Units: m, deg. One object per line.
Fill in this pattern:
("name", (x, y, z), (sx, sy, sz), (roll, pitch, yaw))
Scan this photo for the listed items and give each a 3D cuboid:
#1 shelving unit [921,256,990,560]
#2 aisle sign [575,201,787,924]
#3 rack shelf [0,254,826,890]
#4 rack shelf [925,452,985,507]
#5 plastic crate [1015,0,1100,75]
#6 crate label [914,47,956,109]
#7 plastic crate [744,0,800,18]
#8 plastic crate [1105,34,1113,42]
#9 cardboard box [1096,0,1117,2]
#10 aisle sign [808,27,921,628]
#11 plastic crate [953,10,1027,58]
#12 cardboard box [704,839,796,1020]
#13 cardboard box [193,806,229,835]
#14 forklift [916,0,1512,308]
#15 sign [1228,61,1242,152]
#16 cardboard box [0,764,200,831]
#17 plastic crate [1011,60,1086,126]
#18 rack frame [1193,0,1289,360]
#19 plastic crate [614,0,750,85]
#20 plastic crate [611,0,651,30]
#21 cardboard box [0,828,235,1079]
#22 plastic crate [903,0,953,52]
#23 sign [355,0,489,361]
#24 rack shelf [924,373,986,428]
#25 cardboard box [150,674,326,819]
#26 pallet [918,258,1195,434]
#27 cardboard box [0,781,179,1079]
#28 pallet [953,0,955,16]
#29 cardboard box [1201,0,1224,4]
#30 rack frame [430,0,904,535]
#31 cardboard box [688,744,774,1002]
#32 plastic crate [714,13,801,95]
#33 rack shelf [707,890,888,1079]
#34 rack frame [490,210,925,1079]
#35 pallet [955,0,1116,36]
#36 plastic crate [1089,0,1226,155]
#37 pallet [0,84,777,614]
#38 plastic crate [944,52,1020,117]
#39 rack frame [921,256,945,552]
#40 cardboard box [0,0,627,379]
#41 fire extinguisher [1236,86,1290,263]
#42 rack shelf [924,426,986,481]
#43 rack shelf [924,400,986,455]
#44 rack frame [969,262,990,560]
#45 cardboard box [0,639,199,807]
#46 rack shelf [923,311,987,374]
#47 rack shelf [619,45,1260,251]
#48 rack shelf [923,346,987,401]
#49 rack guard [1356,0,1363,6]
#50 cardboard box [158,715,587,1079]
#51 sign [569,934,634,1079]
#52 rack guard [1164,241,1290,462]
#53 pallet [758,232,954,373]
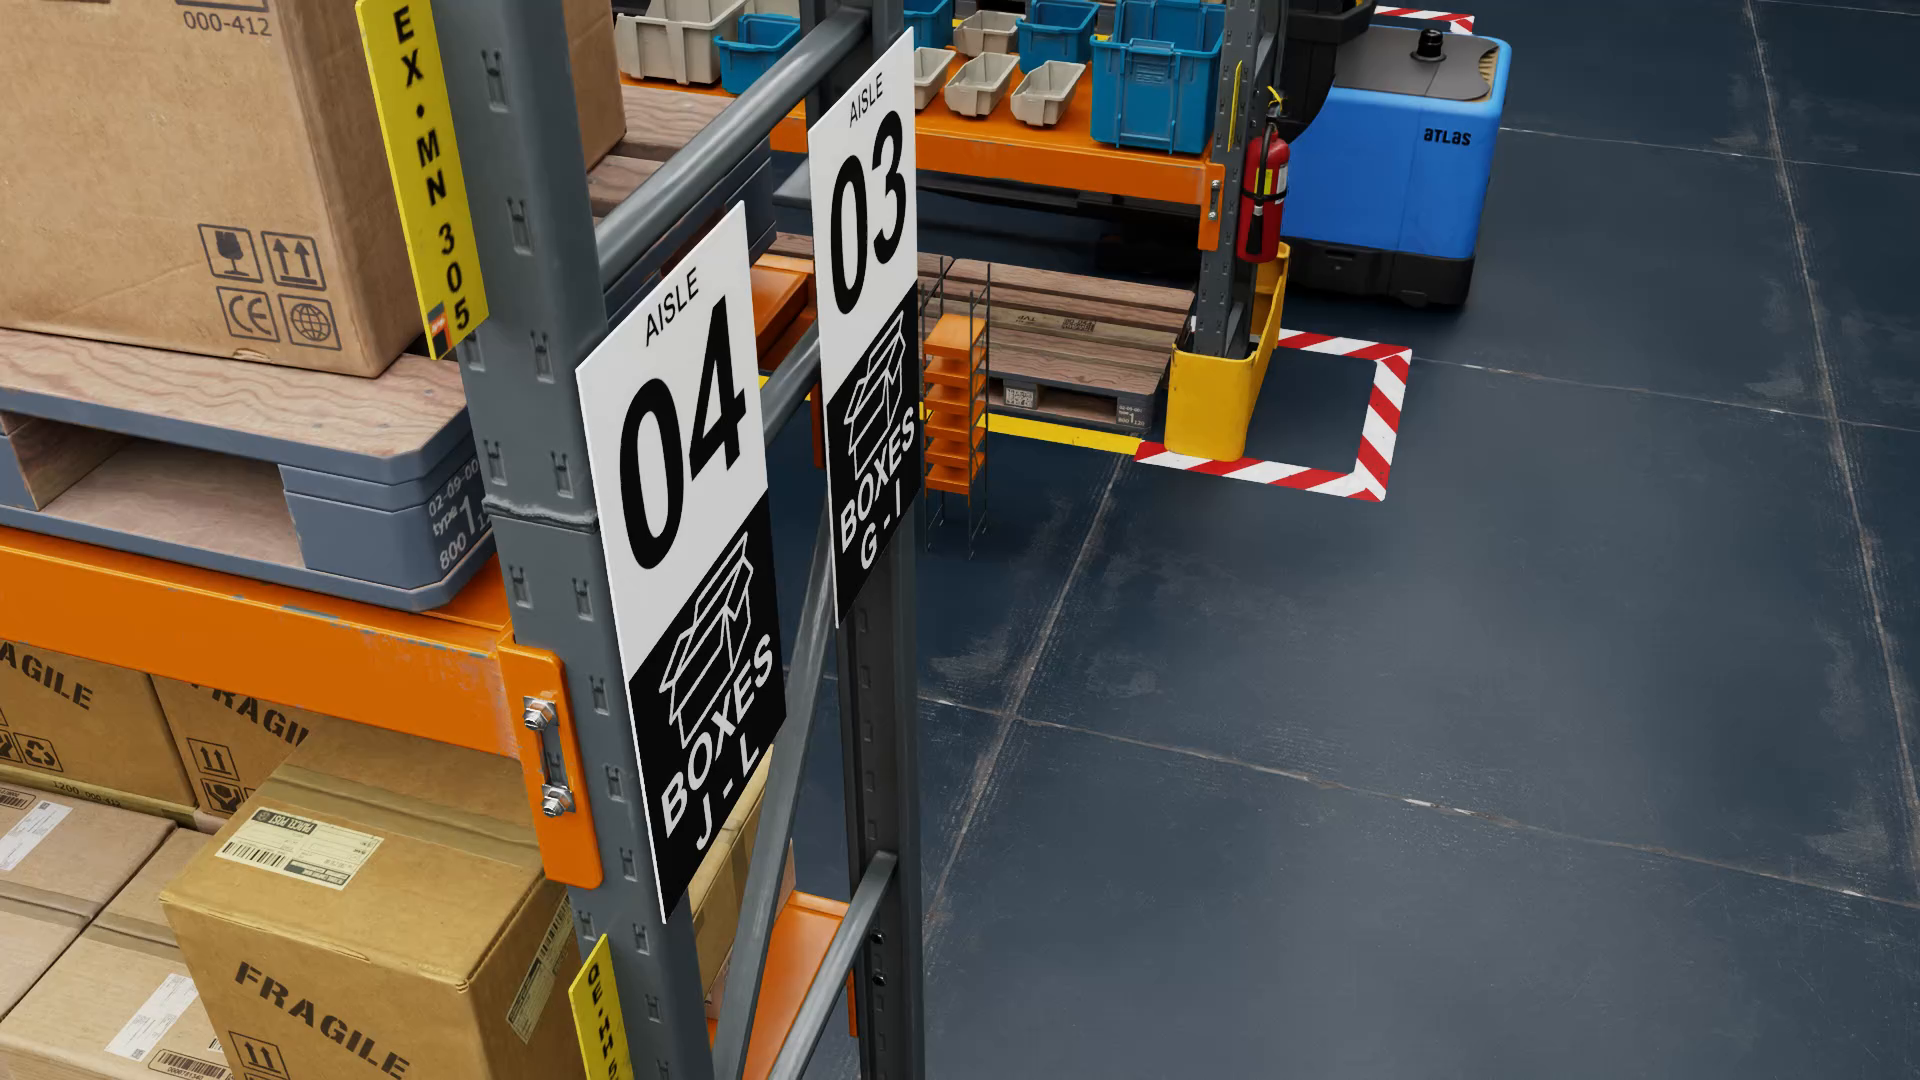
("shelving unit", (-0.014, -0.486, 6.398), (0.189, 1.200, 0.258), (10, 38, 14))
("aisle sign", (-0.305, 0.044, 1.967), (0.004, 0.787, 0.394), (10, 38, 14))
("rack shelf", (-2.194, -0.363, 2.789), (4.000, 0.370, 1.077), (10, 38, 14))
("rack shelf", (-0.014, -0.257, 6.566), (0.180, 0.103, 0.258), (10, 38, 14))
("plastic crate", (0.426, -2.197, 7.295), (0.300, 0.233, 0.416), (10, 38, 14))
("crate label", (-0.186, -1.948, 7.038), (0.243, 0.136, 0.396), (10, 38, 14))
("plastic crate", (-0.874, -2.381, 7.626), (0.466, 0.136, 0.293), (10, 38, 14))
("plastic crate", (0.773, -2.145, 7.306), (0.298, 0.136, 0.250), (10, 38, 14))
("cardboard box", (1.182, -3.907, 11.477), (0.500, 0.250, 0.500), (10, 38, 14))
("aisle sign", (-0.127, -0.295, 2.428), (0.004, 0.787, 0.394), (10, 38, 14))
("plastic crate", (0.126, -2.265, 7.469), (0.298, 0.136, 0.250), (10, 38, 14))
("cardboard box", (-0.525, 0.760, 3.398), (0.250, 0.149, 0.380), (11, 38, 14))
("cardboard box", (-1.161, 0.523, 3.384), (0.500, 0.250, 0.500), (10, 38, 13))
("forklift", (1.212, -2.844, 8.141), (3.031, 2.935, 1.130), (11, 38, 15))
("sign", (1.044, -1.645, 6.317), (0.005, 0.325, 0.100), (10, 38, 14))
("cardboard box", (-1.639, 0.433, 3.507), (0.500, 0.250, 0.500), (9, 37, 12))
("plastic crate", (0.360, -1.853, 6.910), (0.243, 0.136, 0.396), (10, 38, 14))
("rack frame", (1.192, -1.894, 6.793), (0.127, 3.000, 1.000), (10, 38, 14))
("plastic crate", (-1.223, -2.203, 7.262), (0.530, 0.282, 0.437), (10, 38, 14))
("plastic crate", (-1.477, -2.468, 7.755), (0.590, 0.125, 0.437), (10, 38, 14))
("cardboard box", (-1.310, 0.824, 2.976), (0.500, 0.250, 0.500), (10, 37, 13))
("plastic crate", (-0.202, -2.313, 7.453), (0.300, 0.233, 0.416), (10, 38, 14))
("sign", (-0.460, -0.320, 1.443), (0.005, 0.325, 0.100), (10, 38, 14))
("rack shelf", (-0.014, -0.547, 6.353), (0.180, 0.103, 0.258), (10, 38, 14))
("cardboard box", (-1.140, 0.221, 3.162), (0.500, 0.500, 0.500), (10, 37, 13))
("pallet", (0.417, -0.939, 7.847), (1.213, 0.211, 1.003), (10, 38, 14))
("cardboard box", (-1.796, 0.734, 3.098), (0.500, 0.250, 0.500), (9, 37, 12))
("pallet", (-0.490, -4.158, 12.221), (1.213, 0.211, 1.003), (10, 38, 14))
("cardboard box", (1.721, -3.811, 11.417), (0.250, 0.166, 0.380), (10, 38, 14))
("rack frame", (-0.285, -1.508, 1.207), (0.127, 3.000, 1.000), (10, 38, 14))
("cardboard box", (-0.662, 0.612, 3.264), (0.500, 0.250, 0.500), (10, 37, 13))
("plastic crate", (-0.845, -2.069, 7.121), (0.300, 0.233, 0.416), (10, 38, 14))
("rack shelf", (-2.194, 0.845, 3.679), (4.000, 0.370, 1.077), (10, 38, 14))
("rack frame", (-0.285, 0.909, 2.985), (0.127, 3.000, 1.000), (10, 38, 14))
("pallet", (0.678, -3.943, 11.930), (1.213, 0.211, 1.003), (10, 38, 14))
("plastic crate", (0.817, -1.886, 6.701), (0.499, 0.435, 0.616), (10, 38, 14))
("pallet", (-0.996, -0.389, 2.292), (1.213, 0.211, 1.003), (10, 38, 14))
("plastic crate", (0.087, -1.913, 6.990), (0.243, 0.136, 0.396), (10, 38, 14))
("rack frame", (-0.101, -0.502, 6.420), (0.006, 1.200, 0.240), (10, 38, 14))
("cardboard box", (-0.797, -0.611, 1.996), (0.500, 0.500, 0.700), (8, 37, 11))
("fire extinguisher", (1.201, -1.429, 6.540), (0.183, 0.674, 0.296), (10, 38, 14))
("rack shelf", (-0.014, -0.353, 6.495), (0.180, 0.103, 0.258), (10, 38, 14))
("rack shelf", (-0.014, -0.450, 6.424), (0.180, 0.103, 0.258), (10, 38, 14))
("rack frame", (0.074, -0.470, 6.376), (0.006, 1.200, 0.240), (10, 38, 14))
("cardboard box", (-1.636, 0.133, 3.282), (0.500, 0.500, 0.500), (10, 37, 13))
("rack shelf", (-0.014, -0.740, 6.211), (0.180, 0.103, 0.258), (10, 38, 14))
("rack shelf", (-0.717, -1.958, 7.486), (4.000, 0.370, 1.077), (10, 38, 14))
("rack shelf", (-0.014, -0.643, 6.282), (0.180, 0.103, 0.258), (10, 38, 14))
("rack guard", (2.600, -3.703, 11.359), (0.348, 0.500, 1.175), (10, 38, 14))
("cardboard box", (-0.828, 0.610, 2.634), (0.500, 0.500, 0.500), (11, 38, 14))
("sign", (-0.460, 0.651, 2.158), (0.005, 0.325, 0.100), (10, 38, 14))
("rack guard", (1.219, -0.890, 7.538), (0.348, 0.500, 1.175), (10, 38, 14))
("pallet", (-0.744, -1.155, 8.141), (1.213, 0.211, 1.003), (10, 38, 14))
